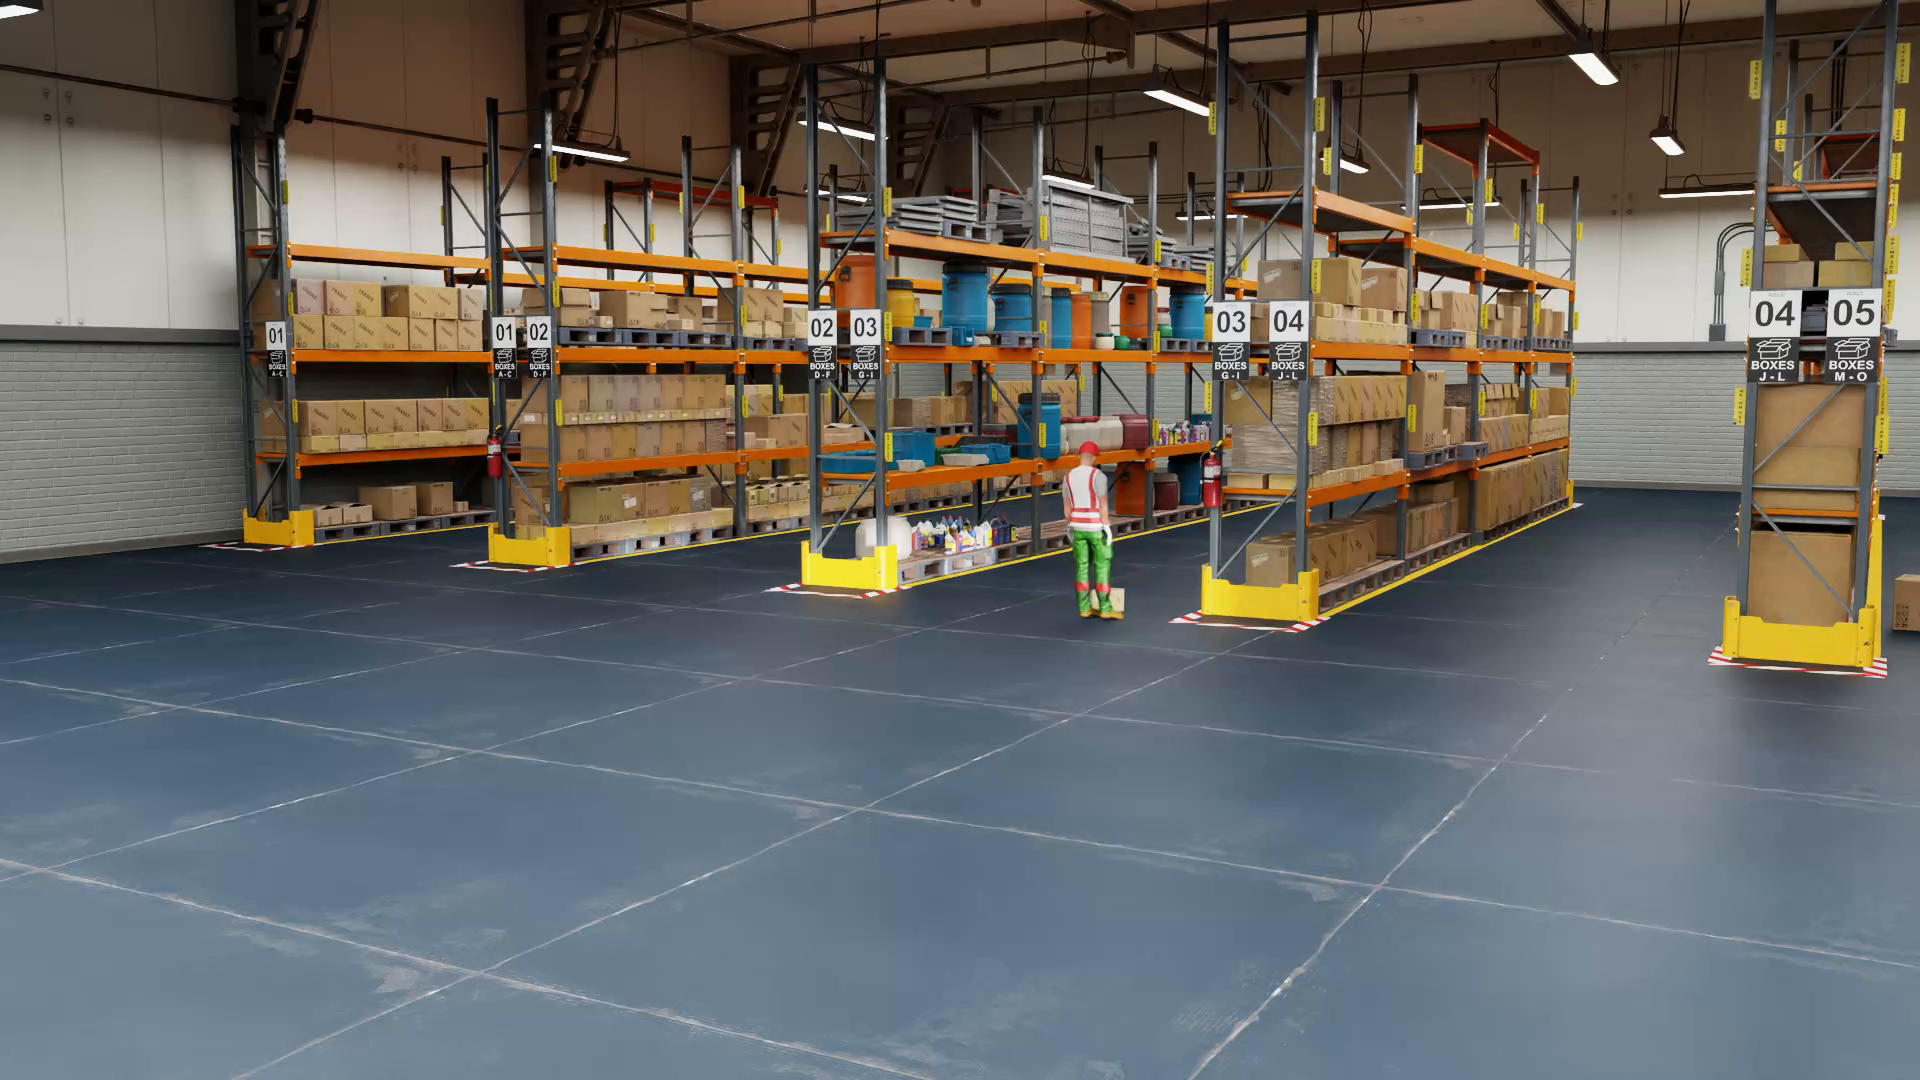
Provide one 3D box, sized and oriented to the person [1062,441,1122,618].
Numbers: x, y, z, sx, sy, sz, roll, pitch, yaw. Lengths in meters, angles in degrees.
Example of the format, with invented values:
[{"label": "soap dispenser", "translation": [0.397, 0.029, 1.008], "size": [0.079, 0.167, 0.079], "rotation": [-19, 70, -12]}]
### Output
[{"label": "person", "translation": [1.341, -0.107, 16.827], "size": [0.567, 1.792, 0.459], "rotation": [4, 7, 37]}]
